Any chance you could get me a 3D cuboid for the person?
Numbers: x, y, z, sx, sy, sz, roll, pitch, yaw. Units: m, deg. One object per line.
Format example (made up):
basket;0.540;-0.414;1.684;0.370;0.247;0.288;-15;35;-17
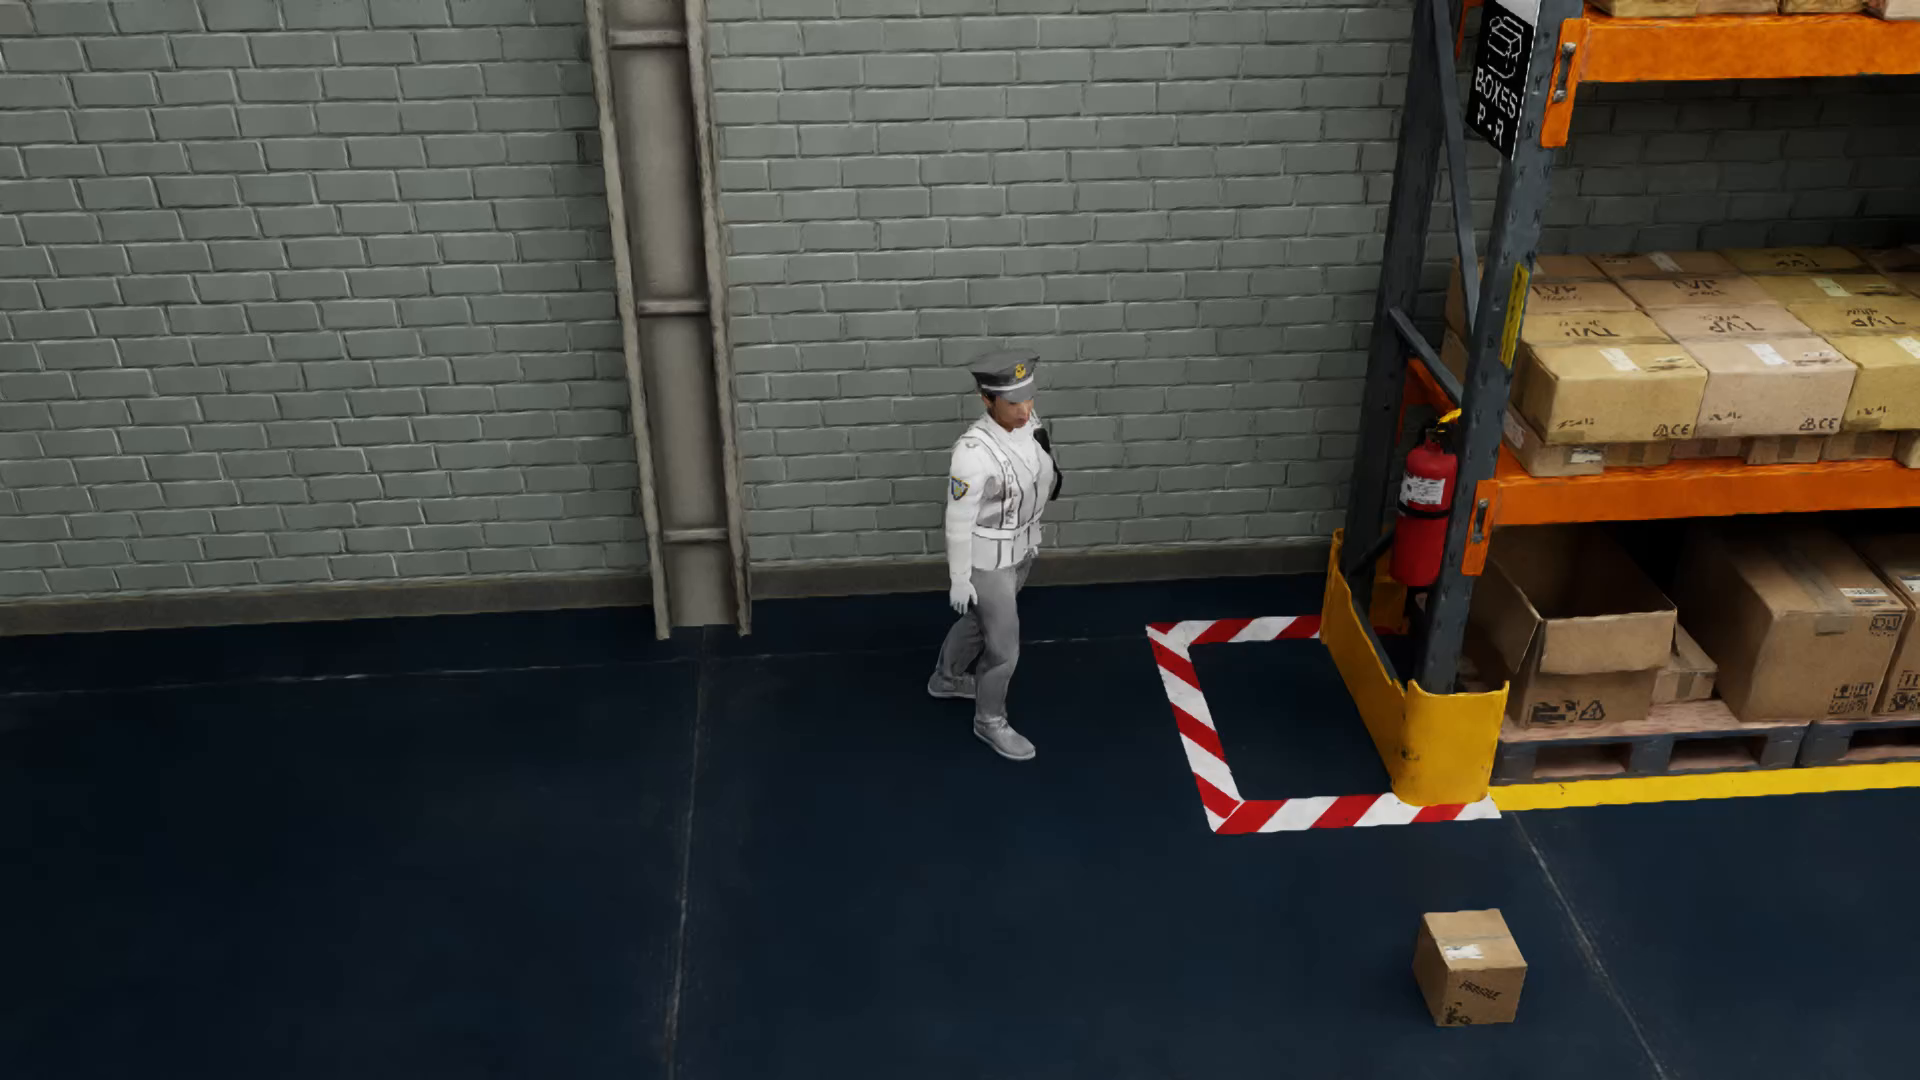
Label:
person;12.903;0.500;1.256;27.148;5.866;5.702;17;35;25
